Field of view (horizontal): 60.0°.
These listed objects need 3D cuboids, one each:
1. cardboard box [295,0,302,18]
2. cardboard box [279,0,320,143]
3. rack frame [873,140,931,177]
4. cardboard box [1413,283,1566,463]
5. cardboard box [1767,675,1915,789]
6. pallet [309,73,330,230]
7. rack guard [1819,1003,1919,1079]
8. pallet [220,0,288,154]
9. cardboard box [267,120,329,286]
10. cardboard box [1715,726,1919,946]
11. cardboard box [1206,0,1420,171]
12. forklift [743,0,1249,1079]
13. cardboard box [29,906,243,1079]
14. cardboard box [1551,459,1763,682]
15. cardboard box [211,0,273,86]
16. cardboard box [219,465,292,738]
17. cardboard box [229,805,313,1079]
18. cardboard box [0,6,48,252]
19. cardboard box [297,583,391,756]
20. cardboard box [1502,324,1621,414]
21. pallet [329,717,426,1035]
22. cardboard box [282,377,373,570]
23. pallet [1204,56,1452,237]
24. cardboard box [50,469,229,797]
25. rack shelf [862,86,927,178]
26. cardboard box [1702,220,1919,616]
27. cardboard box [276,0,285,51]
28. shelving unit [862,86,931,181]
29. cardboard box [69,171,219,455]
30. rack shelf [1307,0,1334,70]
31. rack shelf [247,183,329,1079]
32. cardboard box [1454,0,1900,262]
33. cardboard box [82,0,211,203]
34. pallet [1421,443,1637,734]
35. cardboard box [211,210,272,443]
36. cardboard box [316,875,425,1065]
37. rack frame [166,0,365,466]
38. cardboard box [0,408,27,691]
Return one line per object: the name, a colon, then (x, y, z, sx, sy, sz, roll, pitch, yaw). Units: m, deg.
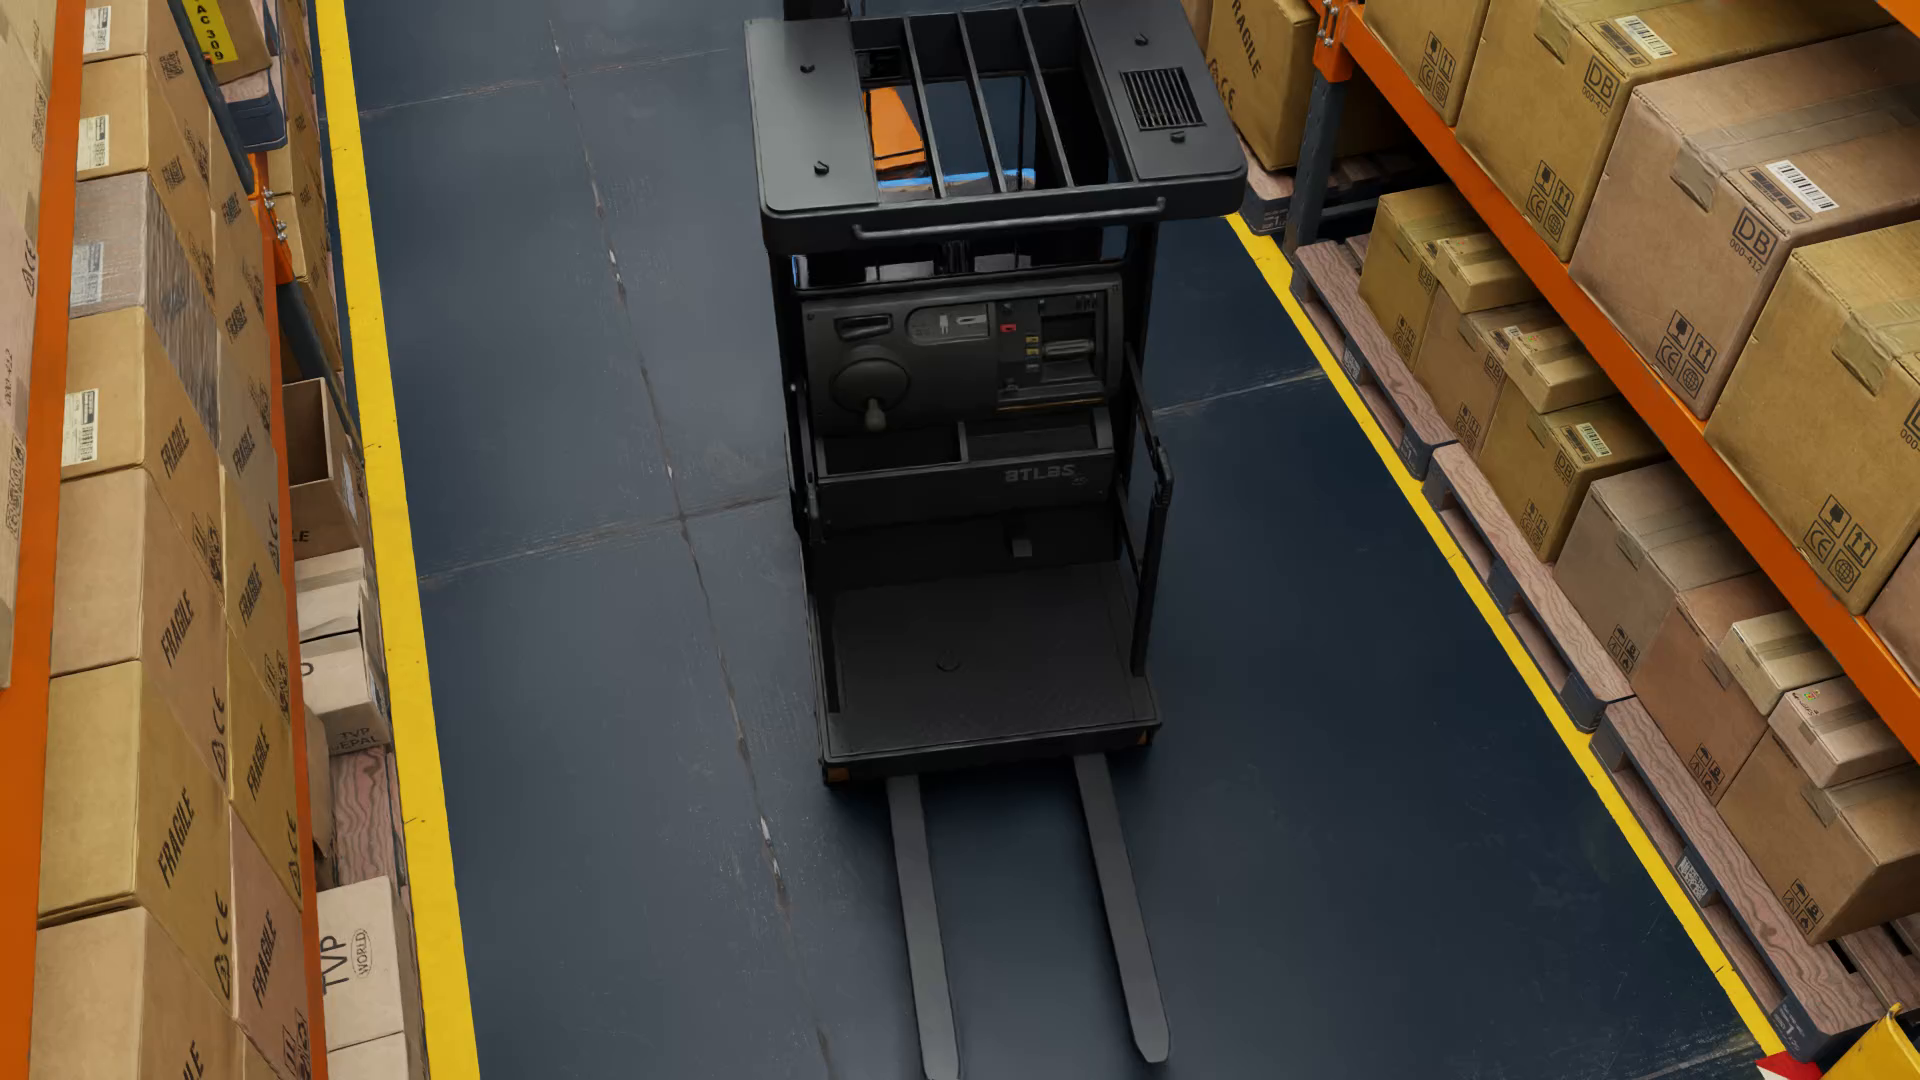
cardboard box: (-3.503, -2.817, 8.010, 0.500, 0.500, 0.500, -12, 51, -10)
cardboard box: (-3.189, -2.057, 7.369, 0.500, 0.500, 0.500, -15, 52, -12)
rack frame: (-0.215, -1.053, 6.353, 0.240, 1.200, 0.015, -14, 51, -12)
cardboard box: (2.179, -0.705, 6.242, 0.700, 0.500, 0.500, -14, 51, -11)
cardboard box: (2.579, 0.530, 4.778, 0.380, 0.149, 0.250, -14, 51, -11)
pallet: (-3.462, -1.769, 7.603, 1.003, 0.211, 1.213, -13, 51, -11)
rack guard: (3.100, 1.433, 4.715, 1.175, 0.500, 0.348, -13, 51, -11)
pallet: (-2.953, -1.736, 5.877, 1.003, 0.211, 1.213, -13, 51, -11)
cardboard box: (-2.899, -1.321, 6.749, 0.500, 0.500, 0.500, -13, 51, -10)
cardboard box: (2.791, 0.791, 4.981, 0.700, 0.500, 0.500, -13, 51, -11)
cardboard box: (1.594, -2.200, 7.274, 0.750, 0.750, 0.750, -13, 51, -11)
forklift: (0.047, -0.434, 4.699, 1.130, 2.935, 3.031, -6, 50, -5)
cardboard box: (-1.517, 0.994, 2.731, 0.500, 0.500, 0.500, -12, 51, -10)
cardboard box: (2.493, 0.059, 5.599, 0.700, 0.500, 0.500, -15, 51, -12)
cardboard box: (-2.747, -1.753, 5.426, 0.700, 0.500, 0.500, -30, 56, -23)
cardboard box: (-1.967, 0.208, 4.047, 0.500, 0.500, 0.500, -13, 51, -10)
cardboard box: (-1.675, 0.941, 3.430, 0.500, 0.500, 0.500, -14, 51, -11)
cardboard box: (-1.986, -0.716, 3.028, 0.500, 0.250, 0.500, -13, 51, -11)
cardboard box: (-2.159, 0.435, 5.392, 0.500, 0.311, 0.500, -13, 51, -11)
cardboard box: (2.115, -0.609, 5.737, 0.380, 0.149, 0.250, -15, 51, -12)
pallet: (-2.254, 1.104, 5.181, 1.003, 0.211, 1.213, -13, 51, -11)
cardboard box: (-2.381, -0.173, 5.781, 0.500, 0.500, 0.500, -13, 51, -11)
pallet: (1.610, -1.960, 7.764, 1.003, 0.211, 1.213, -13, 51, -11)
cardboard box: (-1.822, 0.247, 3.360, 0.500, 0.500, 0.500, -13, 51, -10)
rack shelf: (-0.291, -1.484, 6.202, 0.258, 0.148, 0.480, -14, 51, -12)
cardboard box: (2.707, -0.386, 4.418, 0.980, 0.700, 0.700, -14, 51, -11)
cardboard box: (-3.175, -2.272, 7.060, 0.500, 0.250, 0.500, -14, 51, -12)
shelving unit: (-0.292, -1.230, 6.502, 0.258, 1.200, 0.503, -14, 51, -12)
cardboard box: (-2.121, -0.491, 3.983, 0.500, 0.500, 0.500, -13, 51, -11)
rack shelf: (1.319, -3.541, 7.744, 1.077, 0.370, 4.000, -13, 51, -11)
rack shelf: (-2.229, 0.503, 4.334, 1.077, 0.370, 4.000, -13, 51, -11)
cardboard box: (2.266, -1.474, 5.335, 0.980, 0.700, 0.700, -14, 51, -12)
cardboard box: (-2.424, -1.233, 4.608, 0.500, 0.500, 0.500, -13, 51, -11)
pallet: (2.425, 0.053, 6.068, 1.003, 0.211, 1.213, -13, 51, -11)
cardboard box: (-2.274, -0.538, 4.676, 0.500, 0.500, 0.500, -12, 51, -10)
cardboard box: (-1.823, 1.285, 4.715, 0.500, 0.250, 0.500, -13, 51, -11)
rack frame: (-2.821, -1.189, 5.291, 1.000, 3.000, 0.127, -13, 51, -11)
cardboard box: (-1.682, 0.013, 2.413, 0.500, 0.250, 0.500, -13, 51, -11)
